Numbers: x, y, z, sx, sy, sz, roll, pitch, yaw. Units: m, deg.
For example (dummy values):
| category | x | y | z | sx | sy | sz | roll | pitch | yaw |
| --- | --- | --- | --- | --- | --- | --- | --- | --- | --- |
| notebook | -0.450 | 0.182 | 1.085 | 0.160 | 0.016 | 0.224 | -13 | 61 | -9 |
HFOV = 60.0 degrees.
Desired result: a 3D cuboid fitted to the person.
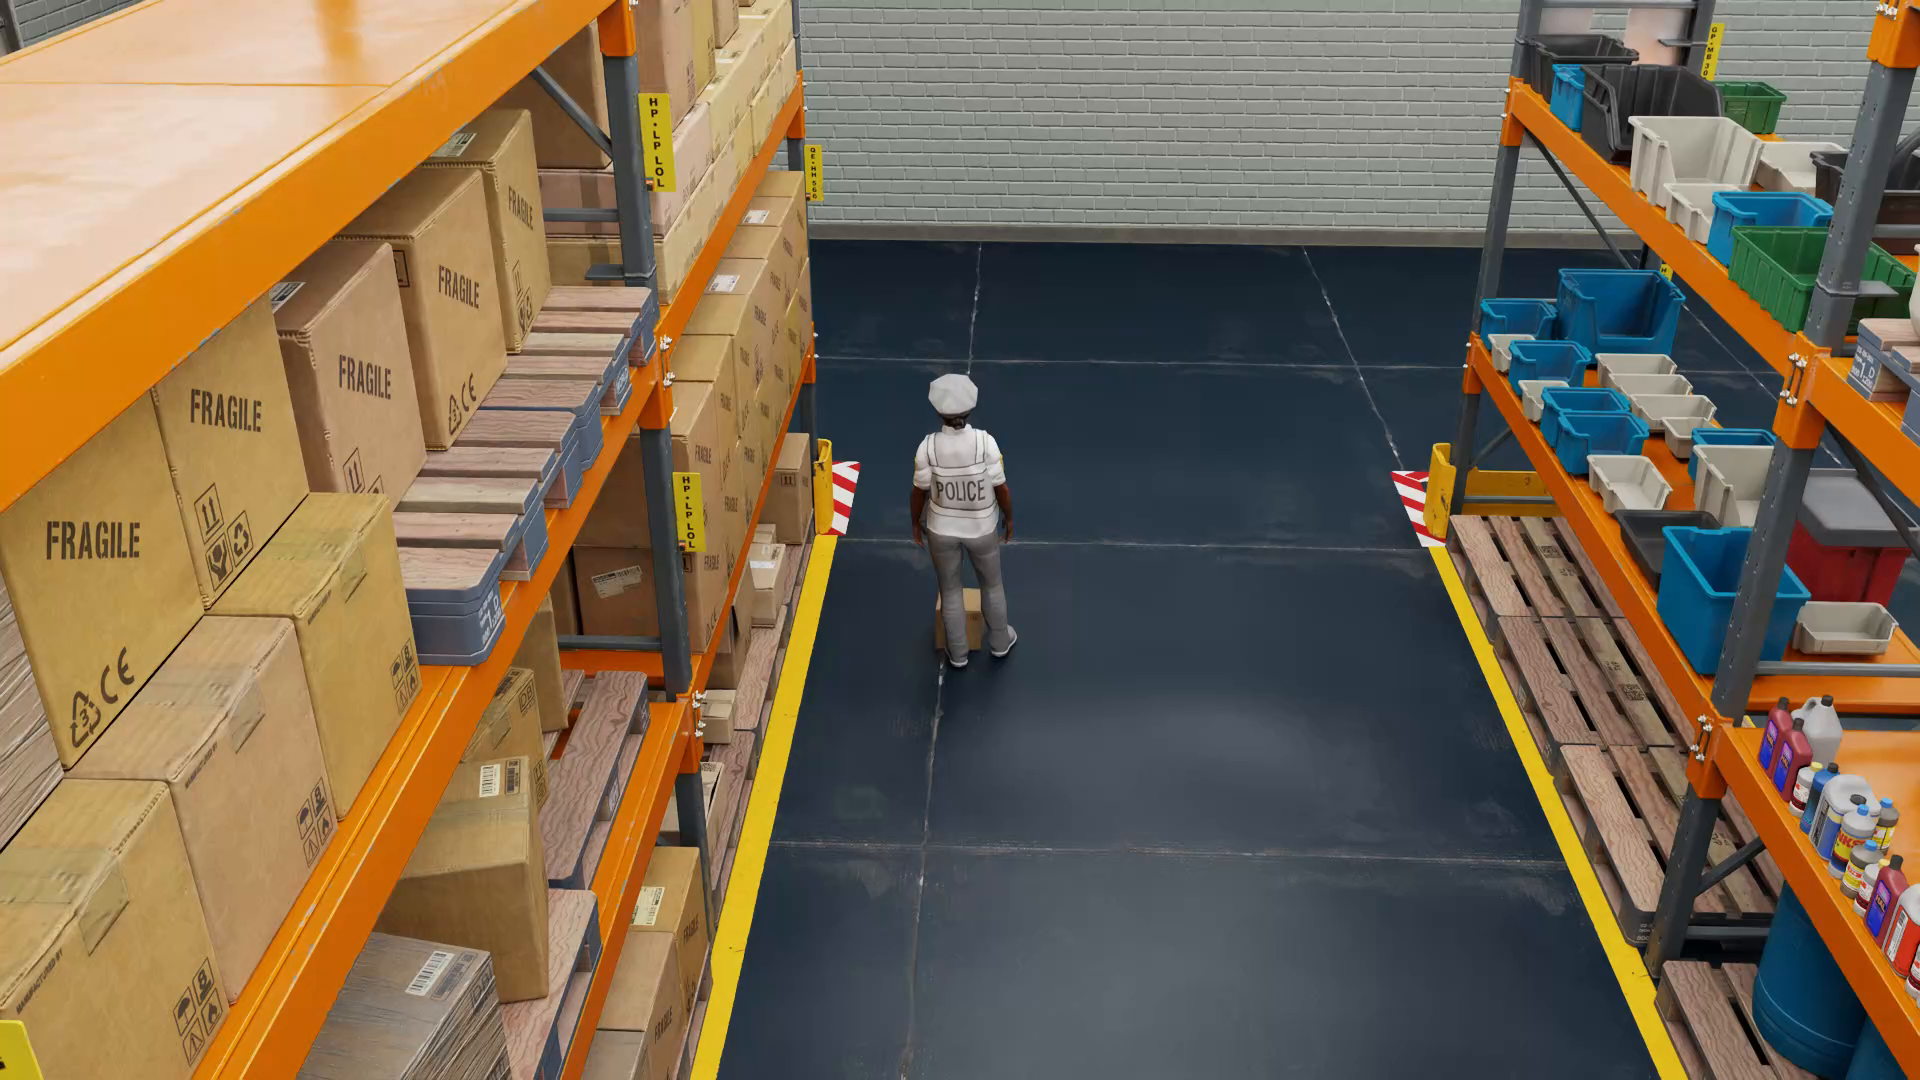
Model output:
| category | x | y | z | sx | sy | sz | roll | pitch | yaw |
| --- | --- | --- | --- | --- | --- | --- | --- | --- | --- |
| person | 0.027 | -0.108 | 8.768 | 0.568 | 1.694 | 0.529 | 1 | 28 | 2 |
